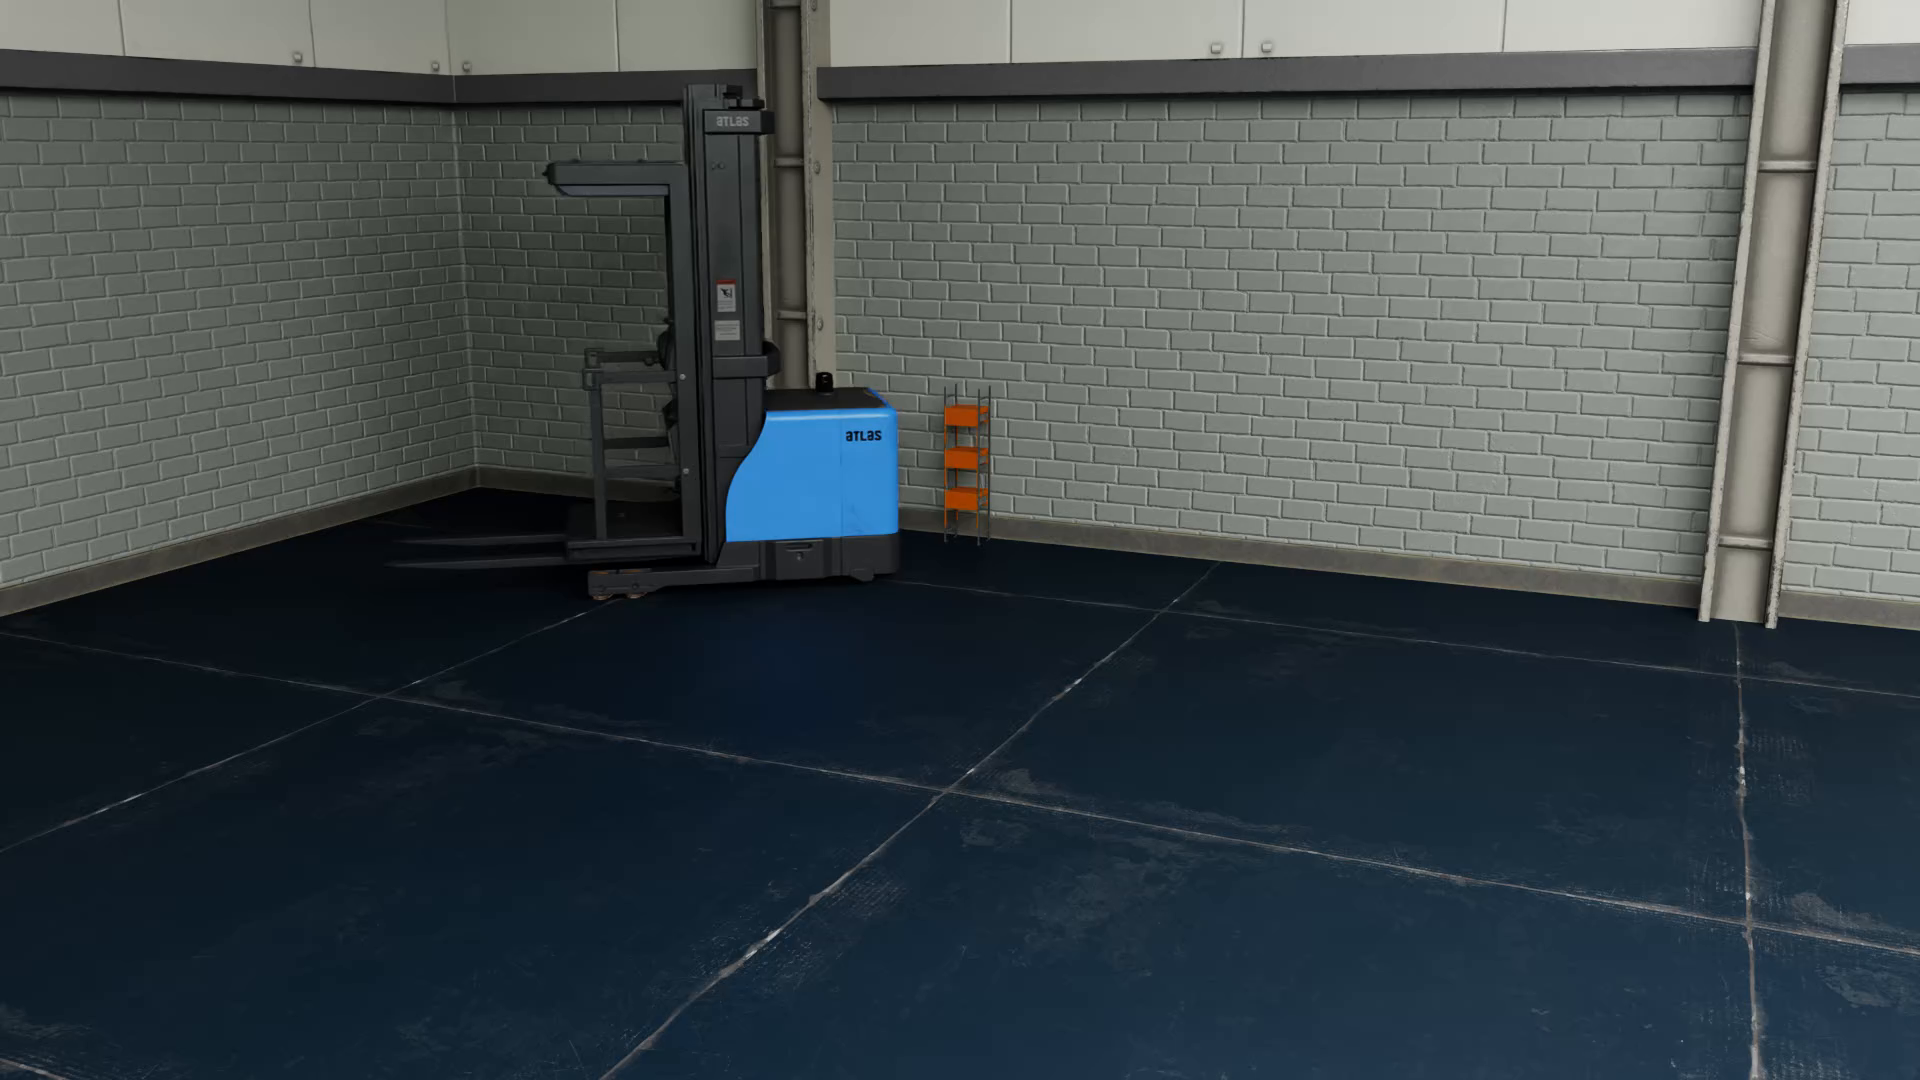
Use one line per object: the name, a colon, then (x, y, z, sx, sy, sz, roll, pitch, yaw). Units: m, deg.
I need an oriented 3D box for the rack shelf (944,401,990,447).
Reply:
rack shelf: (0.049, -0.772, 11.051, 0.240, 0.259, 0.215, 6, 14, 23)

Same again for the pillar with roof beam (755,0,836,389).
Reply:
pillar with roof beam: (-2.847, -3.599, 6.893, 0.400, 9.000, 9.100, 6, 14, 23)

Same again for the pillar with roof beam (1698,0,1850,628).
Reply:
pillar with roof beam: (2.639, -3.044, 4.527, 0.400, 9.000, 9.100, 6, 14, 23)

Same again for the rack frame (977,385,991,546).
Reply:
rack frame: (0.160, -0.495, 11.066, 0.008, 1.050, 0.200, 6, 14, 23)

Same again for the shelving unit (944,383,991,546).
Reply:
shelving unit: (0.049, -0.506, 11.114, 0.252, 1.050, 0.215, 6, 14, 23)

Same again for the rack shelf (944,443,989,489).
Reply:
rack shelf: (0.049, -0.496, 11.116, 0.240, 0.259, 0.215, 6, 14, 23)

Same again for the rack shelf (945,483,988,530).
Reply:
rack shelf: (0.049, -0.225, 11.180, 0.240, 0.259, 0.215, 6, 14, 23)

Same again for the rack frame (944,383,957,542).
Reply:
rack frame: (-0.063, -0.517, 11.162, 0.008, 1.050, 0.200, 6, 14, 23)

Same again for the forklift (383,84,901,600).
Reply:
forklift: (-1.931, -1.206, 9.980, 3.031, 2.935, 1.130, -3, 13, -11)
